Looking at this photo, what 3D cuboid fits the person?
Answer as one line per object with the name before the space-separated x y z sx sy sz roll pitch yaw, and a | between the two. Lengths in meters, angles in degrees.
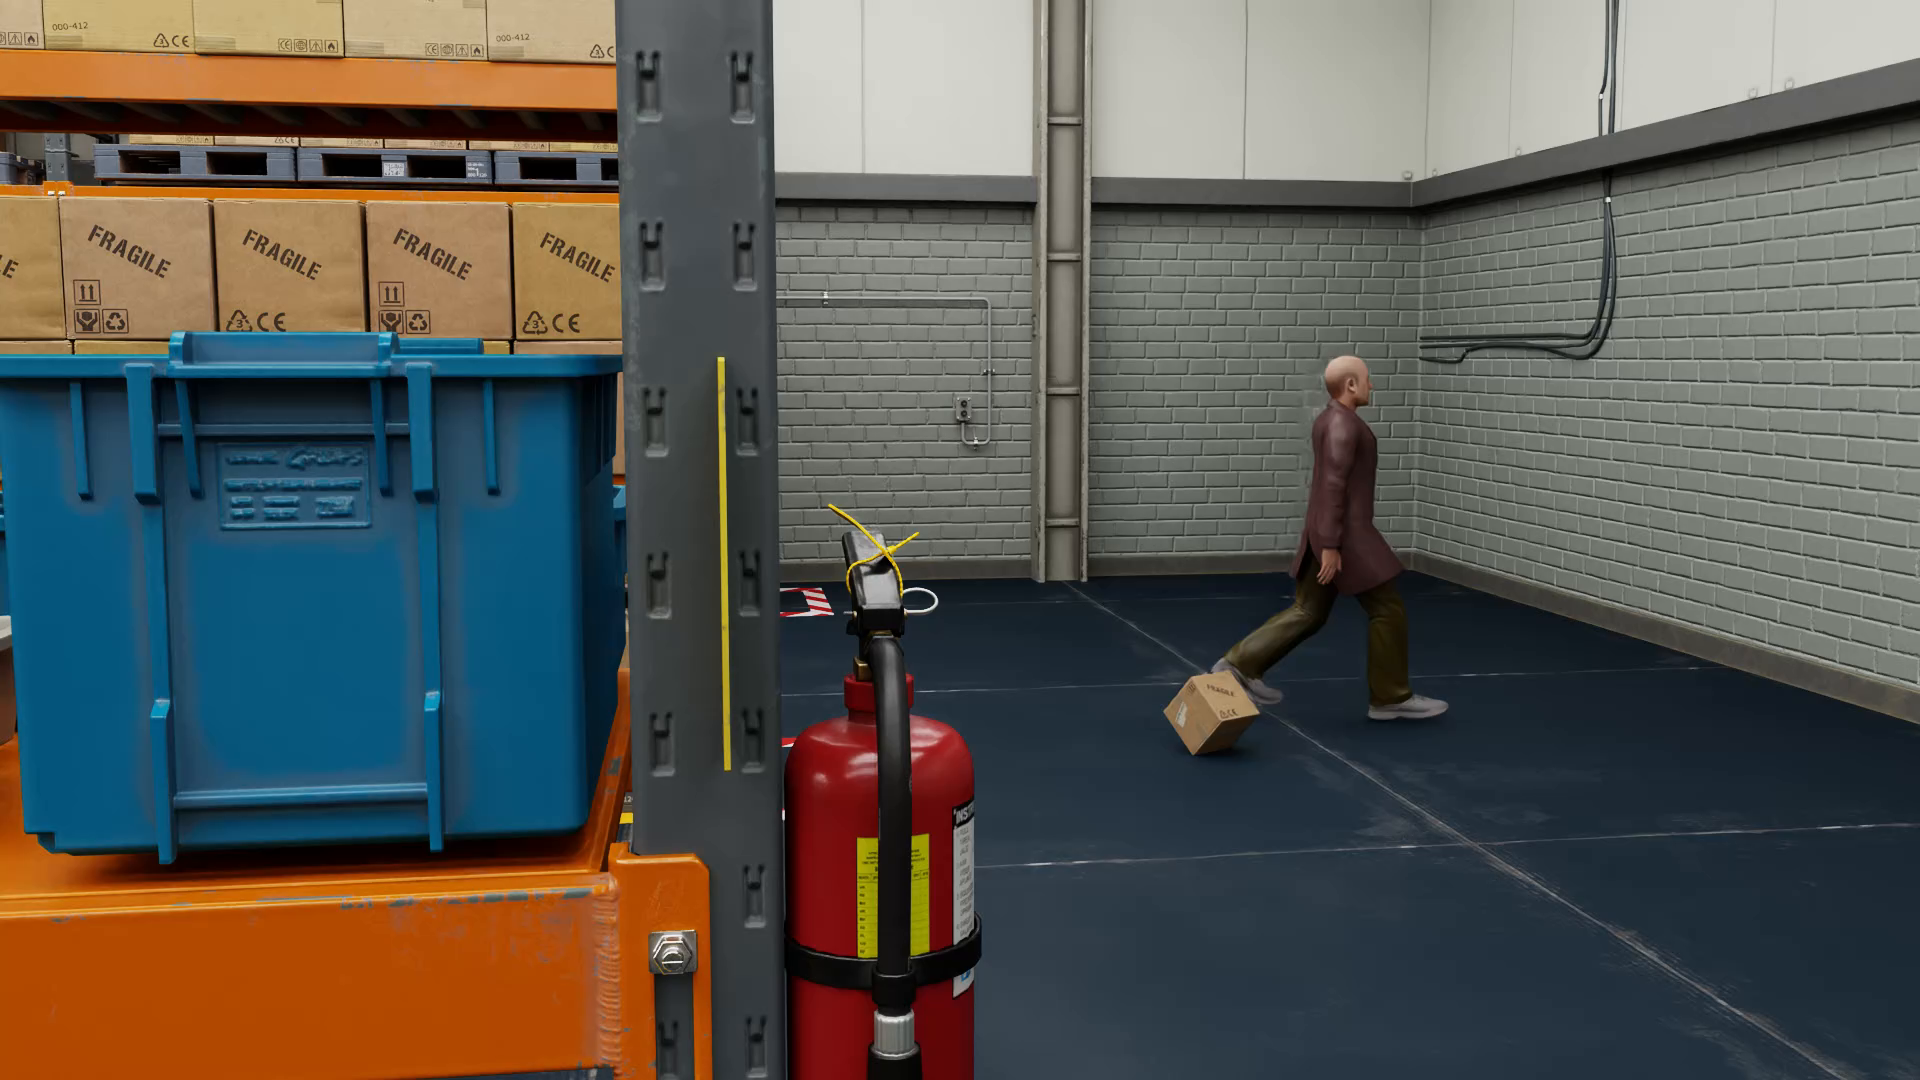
person | 1.767 -0.014 7.964 1.105 1.728 0.586 0 6 -2
